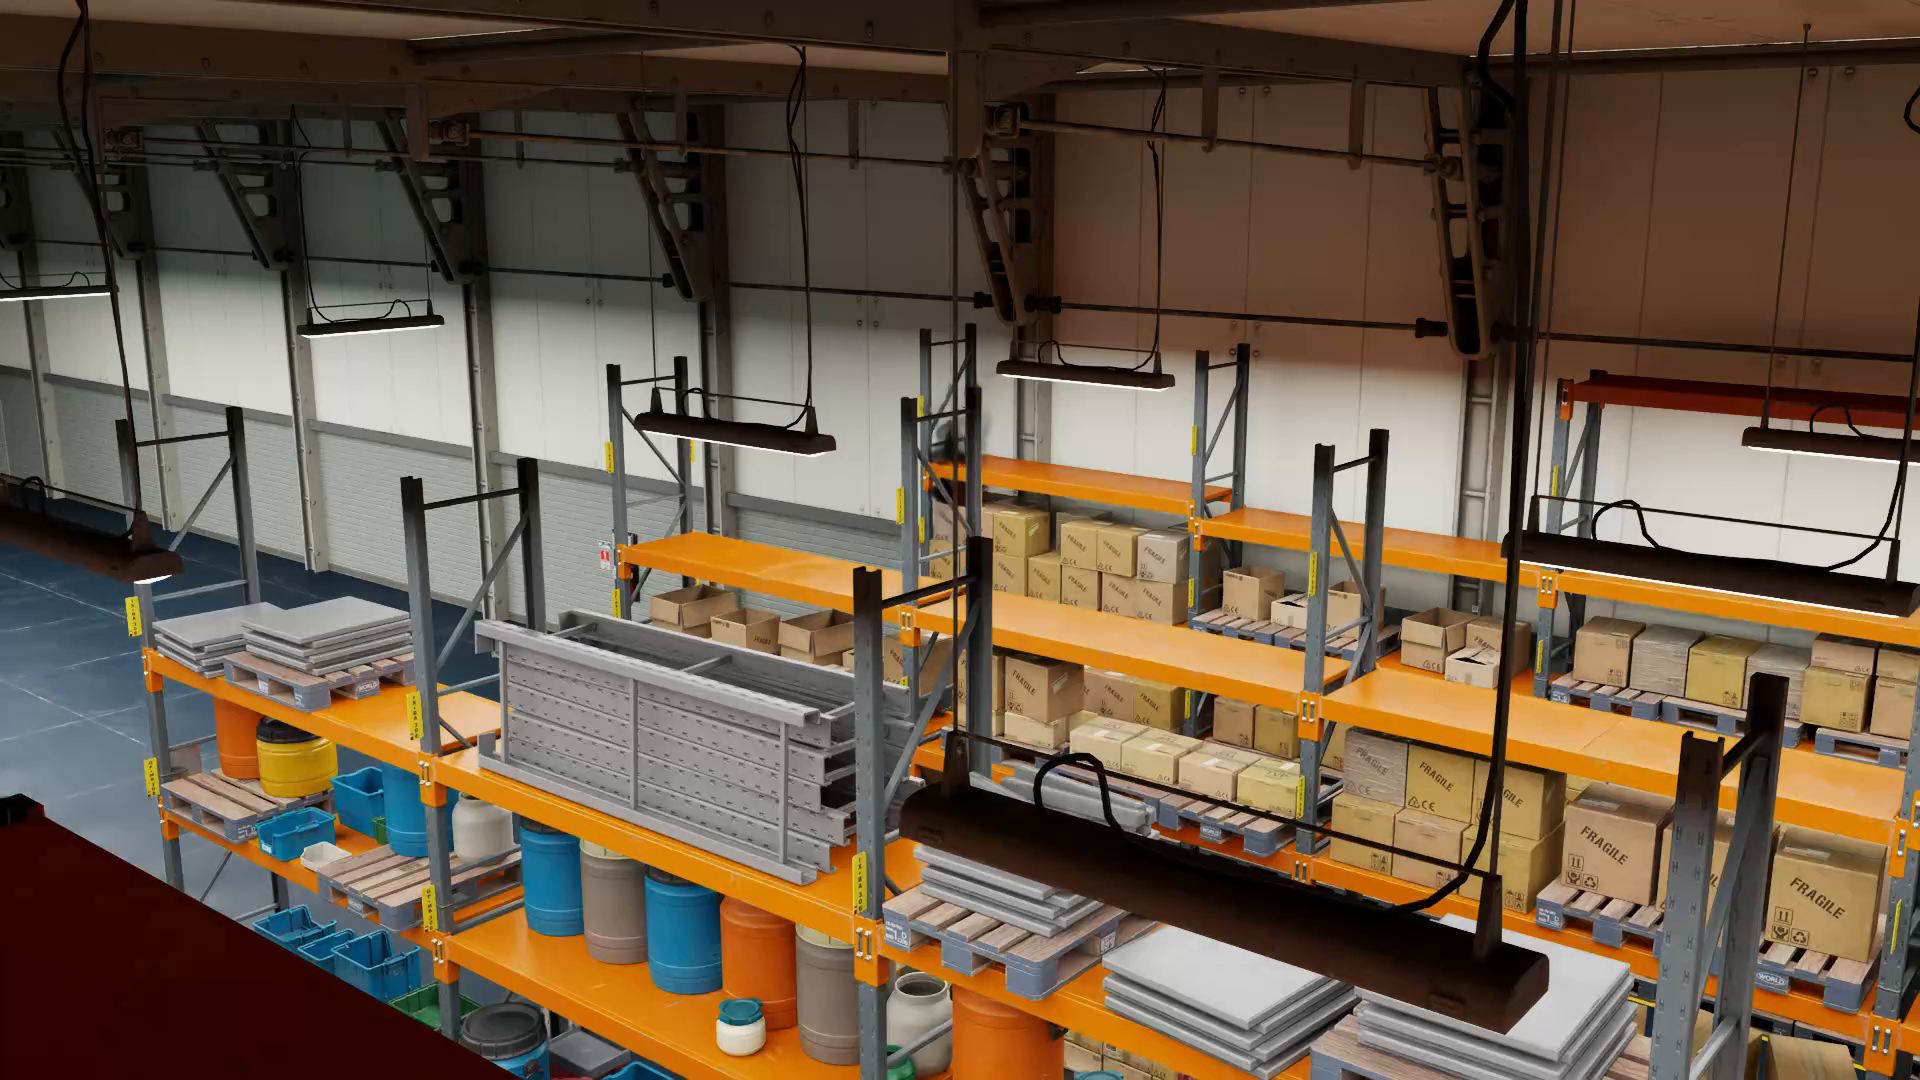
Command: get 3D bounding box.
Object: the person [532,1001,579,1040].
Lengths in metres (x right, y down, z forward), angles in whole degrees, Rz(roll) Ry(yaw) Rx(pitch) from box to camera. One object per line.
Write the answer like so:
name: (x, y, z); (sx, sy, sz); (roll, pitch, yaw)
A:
person: (-3.391, 4.028, 14.436); (0.843, 1.748, 0.714); (9, 16, 36)
